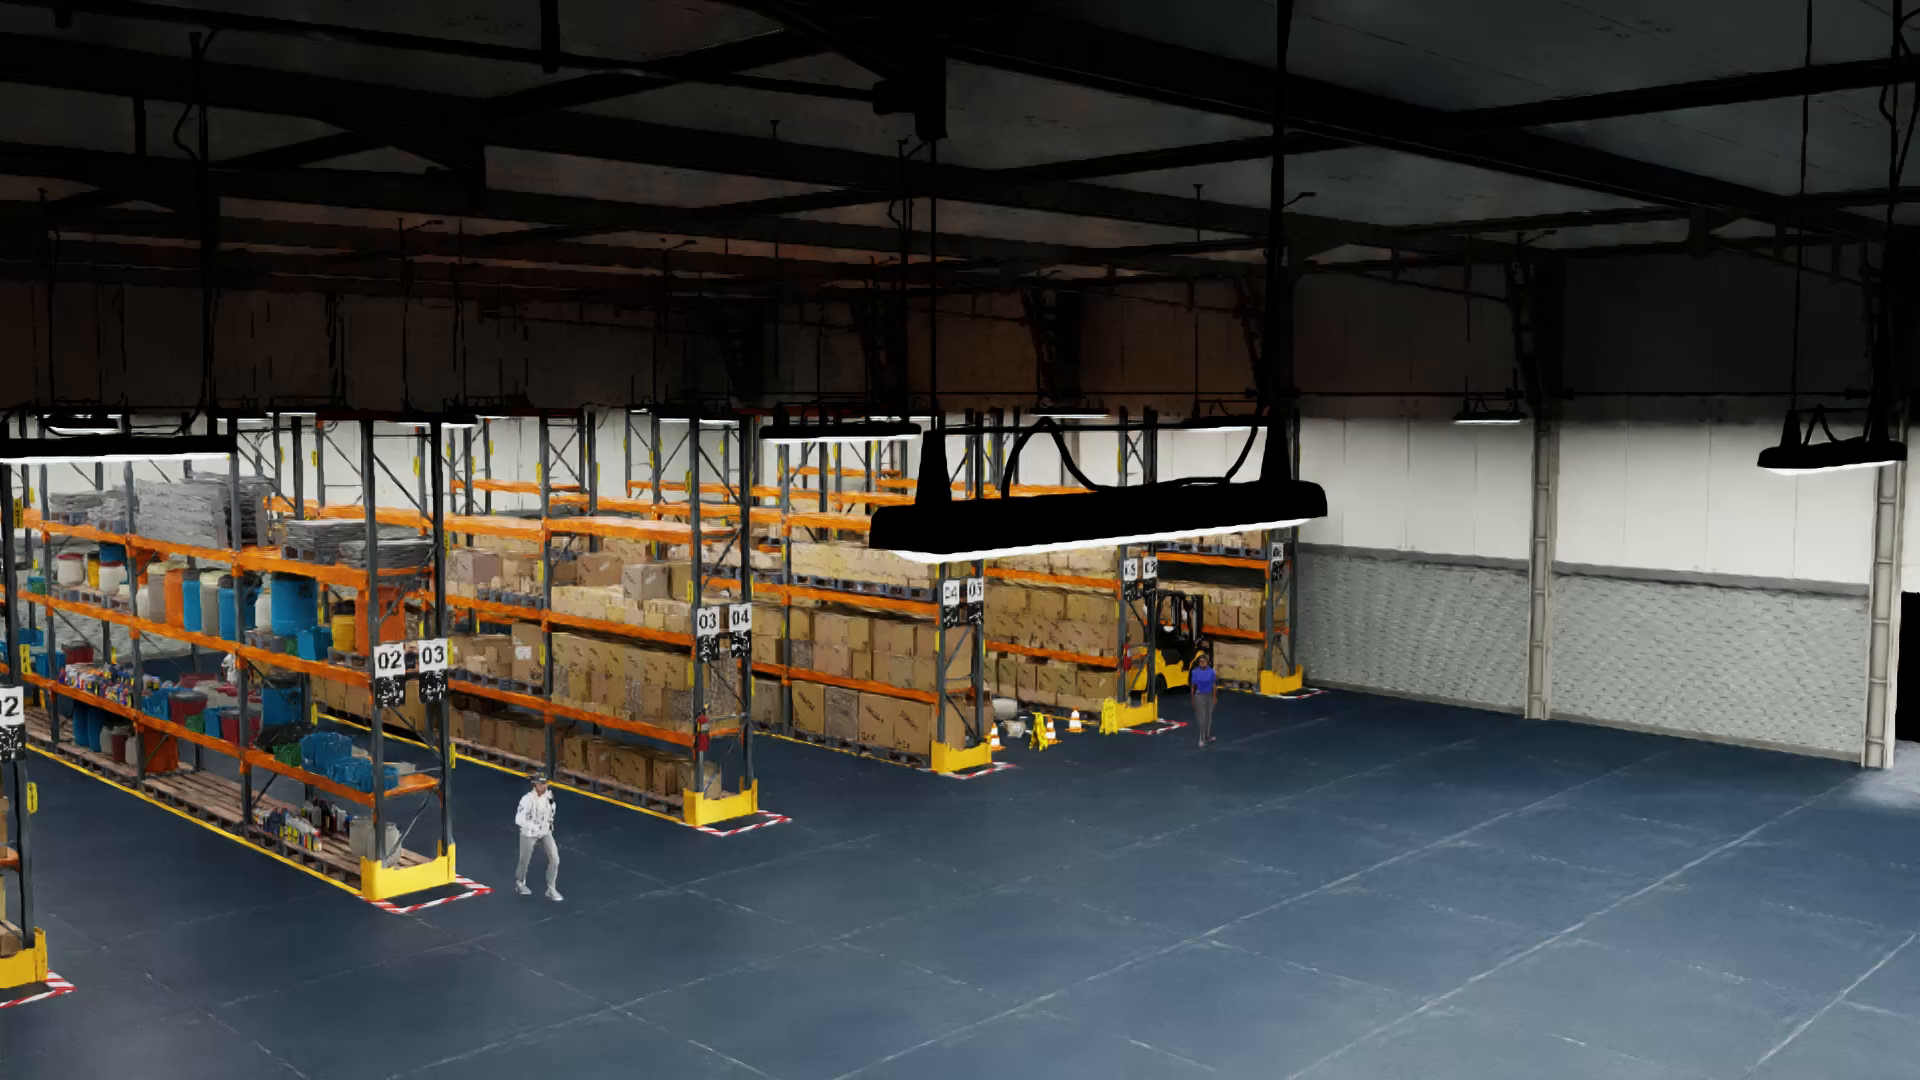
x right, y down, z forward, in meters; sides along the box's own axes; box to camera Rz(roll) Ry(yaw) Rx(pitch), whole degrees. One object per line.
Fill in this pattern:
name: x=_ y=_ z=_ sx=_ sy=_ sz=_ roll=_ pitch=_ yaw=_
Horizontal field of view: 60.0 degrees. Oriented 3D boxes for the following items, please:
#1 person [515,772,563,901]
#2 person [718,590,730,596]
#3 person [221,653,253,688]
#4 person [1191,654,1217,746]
person: x=-5.299 y=3.679 z=20.846 sx=0.636 sy=1.616 sz=0.814 roll=-4 pitch=7 yaw=-40
person: x=-5.446 y=2.036 z=38.318 sx=0.569 sy=1.785 sz=0.664 roll=-3 pitch=6 yaw=-29
person: x=-13.881 y=2.699 z=31.944 sx=0.526 sy=1.629 sz=0.592 roll=5 pitch=7 yaw=42
person: x=4.406 y=2.858 z=30.055 sx=0.498 sy=1.647 sz=0.554 roll=-1 pitch=5 yaw=-7
